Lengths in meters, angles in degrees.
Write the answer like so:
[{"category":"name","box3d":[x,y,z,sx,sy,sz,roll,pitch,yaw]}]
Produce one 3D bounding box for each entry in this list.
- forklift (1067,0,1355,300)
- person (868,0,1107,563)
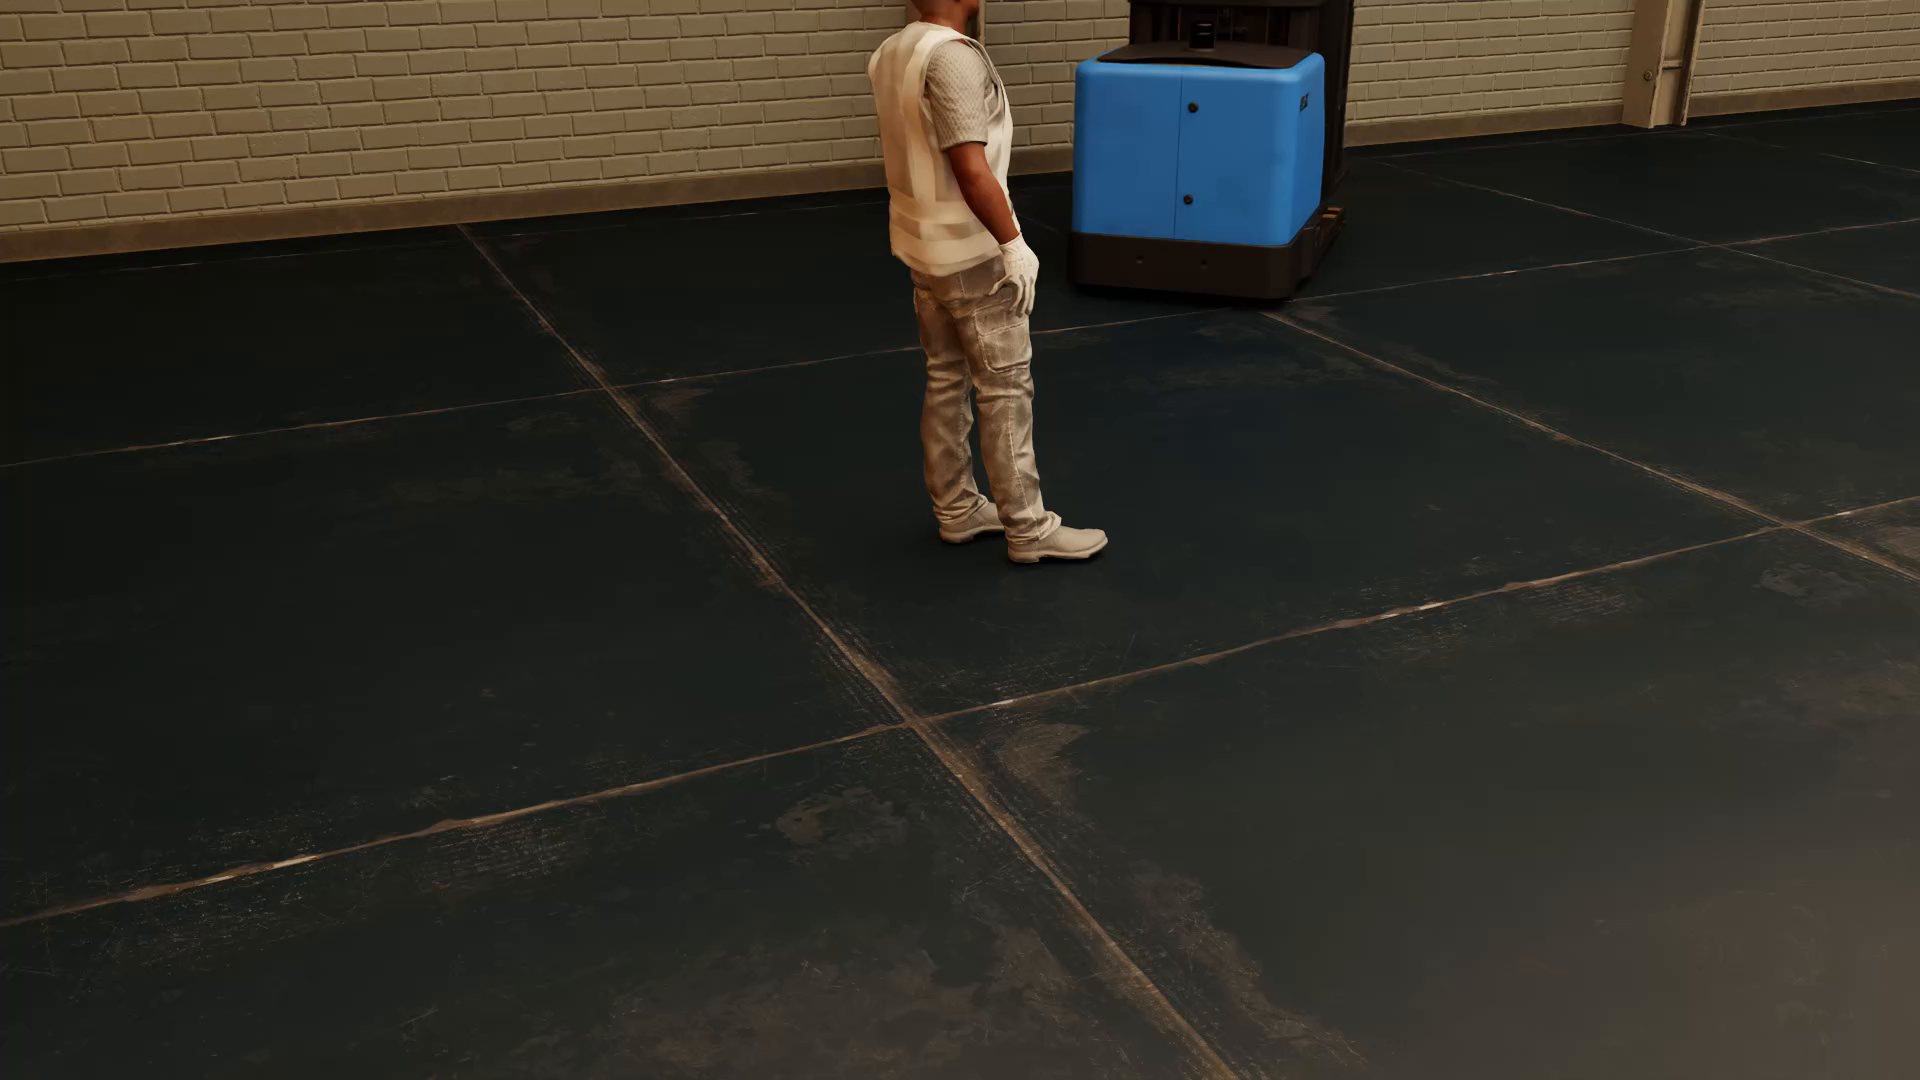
[{"category":"forklift","box3d":[1.478,-2.982,8.465,1.130,2.935,3.031,8,24,18]},{"category":"person","box3d":[0.068,-0.839,4.783,0.577,1.781,0.656,-10,25,-23]}]
